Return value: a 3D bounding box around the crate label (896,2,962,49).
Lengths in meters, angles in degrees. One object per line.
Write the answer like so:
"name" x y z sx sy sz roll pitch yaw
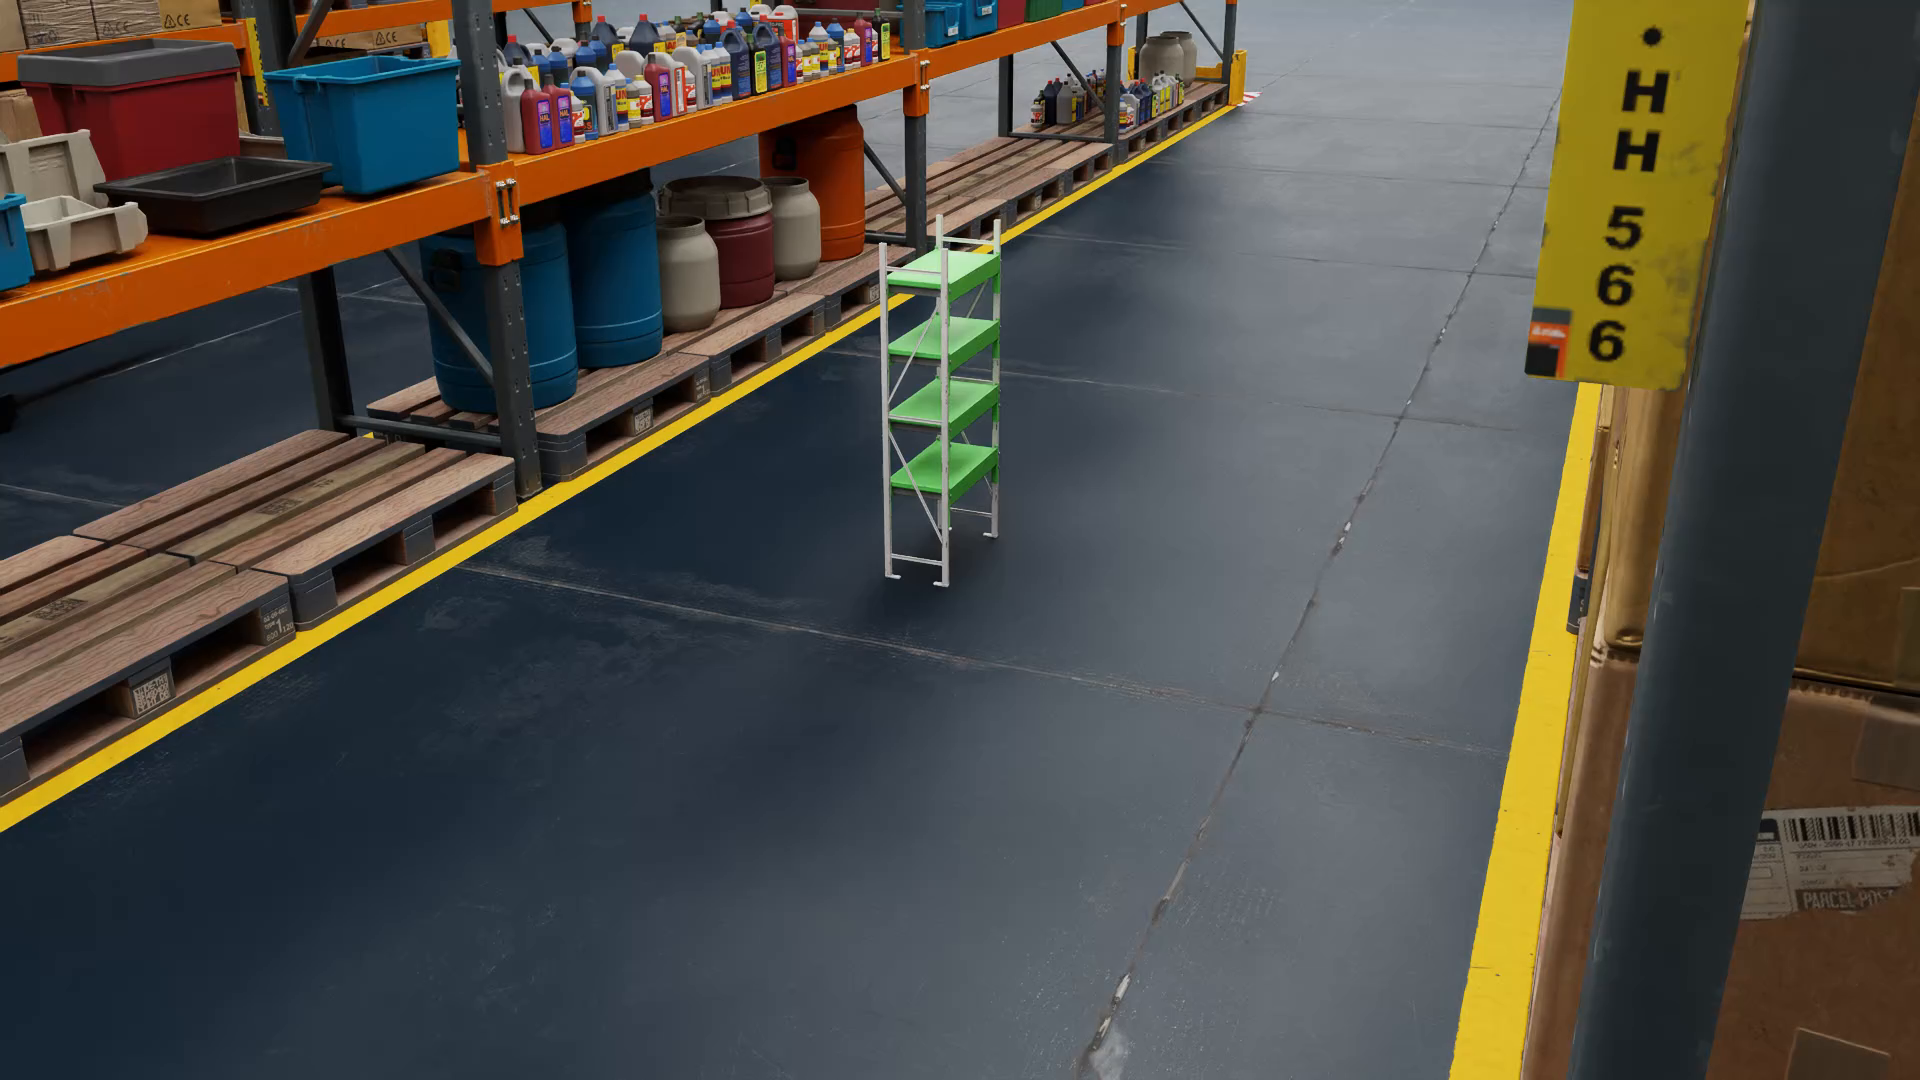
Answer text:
"crate label" -0.181 -3.082 9.954 0.303 0.233 0.416 9 24 20

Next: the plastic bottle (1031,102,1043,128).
"plastic bottle" 0.645 -3.580 13.989 0.097 0.201 0.097 0 23 0

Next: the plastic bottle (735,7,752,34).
"plastic bottle" -1.215 -2.857 9.365 0.097 0.271 0.097 0 23 0

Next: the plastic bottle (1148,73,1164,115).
"plastic bottle" 1.713 -3.924 14.617 0.144 0.351 0.185 9 24 20

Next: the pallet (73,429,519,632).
"pallet" -2.409 -0.076 6.157 1.003 0.211 1.213 9 24 20

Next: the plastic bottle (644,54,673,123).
"plastic bottle" -1.309 -1.965 7.214 0.061 0.283 0.133 9 24 20

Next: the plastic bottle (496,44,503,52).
"plastic bottle" -2.065 -2.050 7.330 0.144 0.351 0.185 9 24 20

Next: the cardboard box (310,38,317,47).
"cardboard box" -7.736 -5.701 18.218 0.875 0.875 0.875 9 24 20

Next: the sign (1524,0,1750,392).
"sign" 0.432 -0.256 1.058 0.100 0.325 0.005 9 24 20

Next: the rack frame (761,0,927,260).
"rack frame" -0.686 -3.062 9.690 1.000 3.000 0.127 9 24 20

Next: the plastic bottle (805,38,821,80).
"plastic bottle" -0.766 -2.469 8.528 0.097 0.201 0.097 0 23 0

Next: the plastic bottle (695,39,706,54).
"plastic bottle" -1.209 -2.225 7.852 0.097 0.271 0.097 0 23 0

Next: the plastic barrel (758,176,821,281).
"plastic barrel" -0.979 -1.716 9.149 0.421 0.512 0.421 0 23 0

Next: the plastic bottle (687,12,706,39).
"plastic bottle" -1.411 -2.693 8.957 0.061 0.283 0.133 9 24 20

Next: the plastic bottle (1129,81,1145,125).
"plastic bottle" 1.485 -3.704 14.092 0.144 0.351 0.185 9 24 21

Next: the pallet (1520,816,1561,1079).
"pallet" 1.718 1.050 3.462 1.003 0.211 1.213 9 24 20

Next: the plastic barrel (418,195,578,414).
"plastic barrel" -1.954 -1.049 7.047 0.600 0.901 0.708 9 24 20

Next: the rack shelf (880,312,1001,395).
"rack shelf" -0.062 -0.657 5.809 0.258 0.148 0.480 9 24 20

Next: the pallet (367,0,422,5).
"pallet" -4.587 -4.397 13.134 1.003 0.211 1.213 9 24 20

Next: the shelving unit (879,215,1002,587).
"shelving unit" -0.062 -0.494 5.877 0.258 1.200 0.503 9 24 20

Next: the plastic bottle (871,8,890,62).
"plastic bottle" -0.440 -2.803 9.219 0.061 0.283 0.133 9 24 20

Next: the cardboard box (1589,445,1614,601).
"cardboard box" 1.234 -0.098 2.464 0.500 0.500 0.500 9 24 20

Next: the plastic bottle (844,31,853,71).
"plastic bottle" -0.622 -2.609 8.861 0.097 0.201 0.097 0 23 0

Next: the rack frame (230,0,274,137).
"rack frame" -5.284 -3.771 11.387 1.000 3.000 0.127 9 24 20

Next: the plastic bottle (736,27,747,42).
"plastic bottle" -1.196 -2.685 9.045 0.097 0.201 0.097 0 23 0

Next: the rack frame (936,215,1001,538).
"rack frame" 0.029 -0.582 6.086 0.240 1.200 0.015 9 24 20

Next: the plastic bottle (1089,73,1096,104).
"plastic bottle" 1.196 -4.142 15.244 0.097 0.271 0.097 0 23 0

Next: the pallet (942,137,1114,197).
"pallet" 0.544 -2.920 12.968 1.003 0.211 1.213 9 24 20

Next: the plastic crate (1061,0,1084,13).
"plastic crate" 0.679 -4.047 12.068 0.392 0.384 0.575 9 24 20

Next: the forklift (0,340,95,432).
"forklift" -4.851 -1.788 6.728 1.130 2.935 3.031 6 23 14

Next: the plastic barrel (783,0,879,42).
"plastic barrel" -0.795 -3.335 10.165 0.600 0.536 0.708 9 24 20

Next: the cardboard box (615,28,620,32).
"cardboard box" -3.250 -4.820 16.596 0.500 0.500 0.500 7 24 15

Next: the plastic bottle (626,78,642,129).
"plastic bottle" -1.405 -1.854 7.054 0.097 0.201 0.097 0 23 0

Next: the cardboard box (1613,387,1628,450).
"cardboard box" 1.037 -0.376 1.832 0.500 0.500 0.500 9 24 22

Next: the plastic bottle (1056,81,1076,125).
"plastic bottle" 0.905 -3.726 14.143 0.144 0.351 0.185 9 24 20

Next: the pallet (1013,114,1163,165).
"pallet" 1.088 -3.441 14.215 1.003 0.211 1.213 9 24 20

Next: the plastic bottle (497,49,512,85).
"plastic bottle" -2.000 -1.963 7.122 0.144 0.351 0.185 9 24 20

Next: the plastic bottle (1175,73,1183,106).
"plastic bottle" 1.984 -4.110 15.152 0.061 0.283 0.133 9 24 21

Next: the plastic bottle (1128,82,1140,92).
"plastic bottle" 1.566 -3.901 14.661 0.152 0.276 0.135 9 24 20

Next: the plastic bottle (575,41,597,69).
"plastic bottle" -1.744 -2.190 7.768 0.097 0.271 0.097 0 23 0

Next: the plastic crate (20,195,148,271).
"plastic crate" -2.539 -0.871 4.707 0.293 0.136 0.466 9 24 20

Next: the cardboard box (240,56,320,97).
"cardboard box" -5.063 -3.411 12.224 0.500 0.250 0.500 10 25 22

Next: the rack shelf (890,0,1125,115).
"rack shelf" 0.057 -3.446 11.542 1.077 0.370 4.000 9 24 20

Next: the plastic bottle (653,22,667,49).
"plastic bottle" -1.559 -2.526 8.573 0.097 0.271 0.097 0 23 0

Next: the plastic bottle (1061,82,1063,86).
"plastic bottle" 0.865 -3.848 14.524 0.061 0.283 0.133 11 25 24

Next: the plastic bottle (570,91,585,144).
"plastic bottle" -1.564 -1.701 6.688 0.097 0.201 0.097 0 23 0

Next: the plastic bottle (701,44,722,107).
"plastic bottle" -1.147 -2.135 7.635 0.097 0.271 0.097 0 23 0

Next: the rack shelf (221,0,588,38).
"rack shelf" -4.542 -4.155 13.239 1.077 0.370 4.000 9 24 20

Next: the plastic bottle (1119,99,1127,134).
"plastic bottle" 1.325 -3.489 13.680 0.097 0.271 0.097 0 23 0

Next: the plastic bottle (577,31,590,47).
"plastic bottle" -1.823 -2.296 8.007 0.061 0.283 0.133 9 24 20

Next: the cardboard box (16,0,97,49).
"cardboard box" -5.618 -3.242 9.989 0.500 0.500 0.500 8 24 18

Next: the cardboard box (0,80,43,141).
"cardboard box" -5.898 -2.423 10.371 1.225 0.875 0.875 9 24 20
